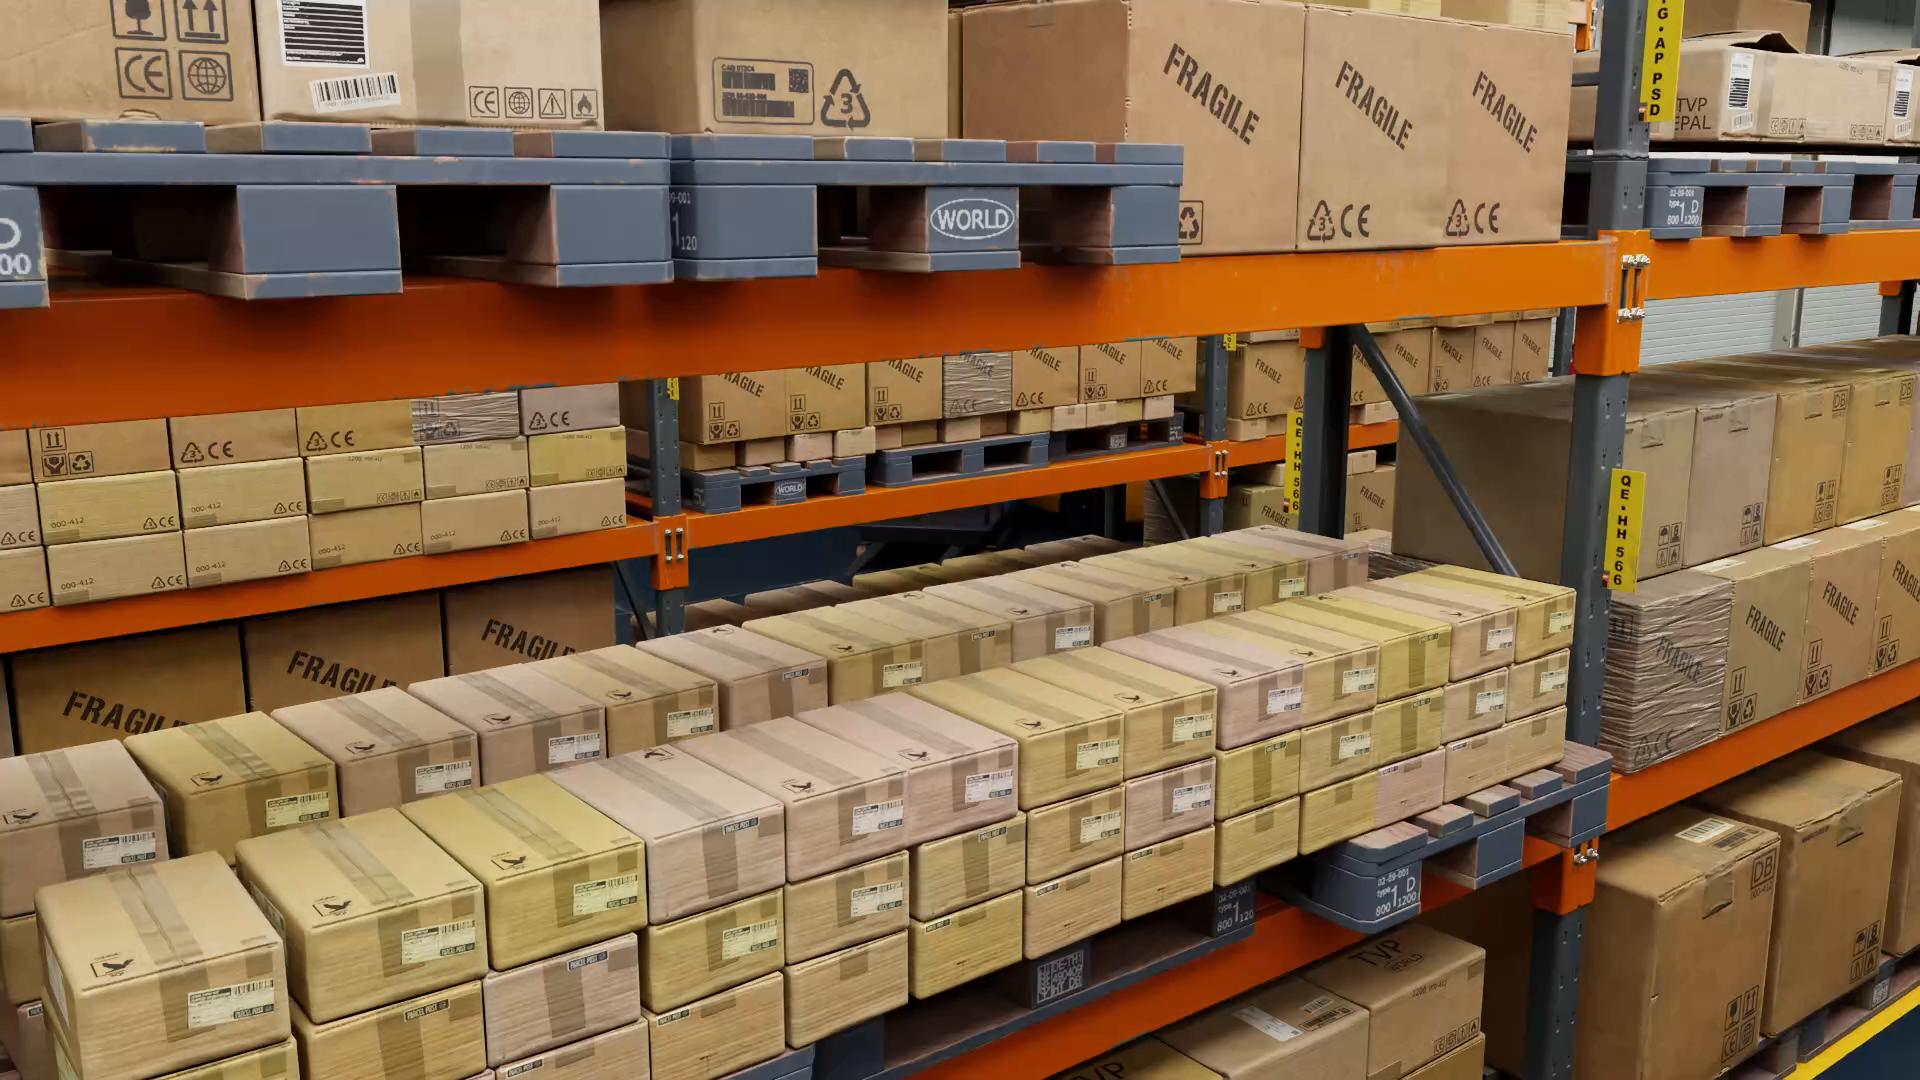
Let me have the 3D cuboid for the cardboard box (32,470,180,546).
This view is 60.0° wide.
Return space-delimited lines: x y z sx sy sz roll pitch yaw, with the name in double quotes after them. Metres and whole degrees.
-3.559 -0.170 6.864 0.500 0.250 0.500 -9 15 -37 "cardboard box"

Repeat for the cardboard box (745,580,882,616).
-0.737 0.538 9.687 0.625 0.372 0.950 -10 15 -39 "cardboard box"

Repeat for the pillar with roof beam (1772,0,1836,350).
17.026 -6.843 24.692 0.400 9.000 9.100 -9 15 -38 "pillar with roof beam"

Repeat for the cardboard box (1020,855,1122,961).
0.102 0.674 3.325 0.250 0.149 0.380 -10 16 -40 "cardboard box"

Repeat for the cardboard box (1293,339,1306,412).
2.263 -1.167 11.446 0.500 0.500 0.500 -10 15 -38 "cardboard box"

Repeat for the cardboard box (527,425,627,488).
-1.975 -0.440 8.136 0.500 0.250 0.500 -10 15 -38 "cardboard box"

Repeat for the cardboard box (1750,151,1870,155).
3.282 -1.561 6.391 0.250 0.149 0.380 -9 15 -38 "cardboard box"

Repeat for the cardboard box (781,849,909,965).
-0.299 0.595 2.984 0.250 0.149 0.380 -9 15 -35 "cardboard box"

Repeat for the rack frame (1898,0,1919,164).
4.539 -3.037 6.765 0.127 3.000 1.000 -9 15 -38 "rack frame"

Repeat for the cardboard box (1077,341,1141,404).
0.764 -1.130 10.261 0.500 0.500 0.500 -9 15 -37 "cardboard box"

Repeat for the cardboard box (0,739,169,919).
-1.516 0.479 2.814 0.250 0.149 0.380 -9 15 -35 "cardboard box"

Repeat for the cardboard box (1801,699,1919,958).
3.355 1.013 6.543 0.750 0.750 1.050 -9 15 -38 "cardboard box"

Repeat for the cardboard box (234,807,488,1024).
-0.899 0.549 2.484 0.250 0.149 0.380 -9 15 -36 "cardboard box"

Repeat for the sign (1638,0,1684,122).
1.753 -1.215 4.163 0.005 0.325 0.100 -9 15 -38 "sign"

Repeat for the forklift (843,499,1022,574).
-0.229 -1.274 13.072 1.130 2.935 3.031 2 12 10 "forklift"

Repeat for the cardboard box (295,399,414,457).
-2.783 -0.670 7.415 0.500 0.500 0.500 -9 15 -38 "cardboard box"

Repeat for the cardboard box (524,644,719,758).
-0.705 0.345 3.444 0.250 0.149 0.380 -10 16 -39 "cardboard box"

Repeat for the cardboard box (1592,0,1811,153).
2.598 -1.625 5.844 0.500 0.500 0.500 -9 15 -38 "cardboard box"

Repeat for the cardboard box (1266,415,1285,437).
1.979 -0.799 11.275 0.250 0.149 0.380 -9 15 -36 "cardboard box"

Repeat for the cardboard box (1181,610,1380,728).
0.711 0.283 3.737 0.250 0.149 0.380 -9 15 -36 "cardboard box"

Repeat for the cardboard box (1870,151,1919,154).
3.712 -1.554 6.115 0.500 0.250 0.500 -10 15 -38 "cardboard box"

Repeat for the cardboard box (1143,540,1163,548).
1.662 0.127 11.916 0.500 0.250 0.500 -9 15 -35 "cardboard box"

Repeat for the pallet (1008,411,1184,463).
0.680 -0.722 10.771 1.213 0.211 1.003 -9 15 -38 "pallet"

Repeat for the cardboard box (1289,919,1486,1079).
1.045 1.199 4.464 0.500 0.250 0.500 -10 15 -39 "cardboard box"

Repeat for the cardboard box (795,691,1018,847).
-0.104 0.418 3.100 0.250 0.149 0.380 -9 15 -36 "cardboard box"

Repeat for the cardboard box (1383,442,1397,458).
3.379 -0.685 12.373 0.250 0.149 0.380 -9 15 -35 "cardboard box"

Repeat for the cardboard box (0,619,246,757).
-3.744 0.768 7.393 0.875 0.875 0.875 -9 15 -36 "cardboard box"

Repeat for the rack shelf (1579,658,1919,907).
2.977 0.509 6.240 4.000 0.370 1.077 -9 15 -38 "rack shelf"

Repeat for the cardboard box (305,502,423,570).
-2.781 -0.060 7.551 0.500 0.250 0.500 -10 15 -38 "cardboard box"

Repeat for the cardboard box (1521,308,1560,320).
4.229 -1.993 12.927 0.500 0.500 0.700 -10 16 -39 "cardboard box"

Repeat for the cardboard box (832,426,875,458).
-0.674 -0.559 9.133 0.250 0.149 0.380 -9 15 -37 "cardboard box"

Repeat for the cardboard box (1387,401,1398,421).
2.998 -0.959 12.031 0.250 0.149 0.380 -10 15 -38 "cardboard box"

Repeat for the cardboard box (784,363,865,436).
-0.857 -0.862 9.000 0.500 0.500 0.500 -8 15 -35 "cardboard box"

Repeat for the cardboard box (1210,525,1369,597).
0.930 0.073 4.727 0.250 0.149 0.380 -9 15 -38 "cardboard box"

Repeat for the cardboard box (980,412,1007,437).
0.063 -0.715 9.869 0.250 0.149 0.380 -10 16 -40 "cardboard box"

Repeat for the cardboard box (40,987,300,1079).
-1.113 0.731 2.340 0.250 0.149 0.380 -9 15 -37 "cardboard box"

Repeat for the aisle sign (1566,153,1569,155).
4.721 -2.644 13.098 0.004 0.787 0.394 -9 15 -38 "aisle sign"

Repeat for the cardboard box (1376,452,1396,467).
3.225 -0.359 12.402 0.500 0.500 0.500 -10 15 -39 "cardboard box"

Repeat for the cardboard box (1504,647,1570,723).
1.314 0.327 4.245 0.250 0.149 0.380 -9 15 -37 "cardboard box"

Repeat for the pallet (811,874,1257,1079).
-0.104 0.774 3.723 1.213 0.211 1.003 -9 15 -38 "pallet"

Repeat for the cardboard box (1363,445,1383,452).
3.265 -0.507 13.096 0.500 0.500 0.500 -10 16 -40 "cardboard box"

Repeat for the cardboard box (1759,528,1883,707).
2.724 0.222 5.622 0.500 0.500 0.500 -9 15 -38 "cardboard box"

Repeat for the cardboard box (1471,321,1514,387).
3.846 -1.426 12.666 0.500 0.500 0.500 -9 15 -38 "cardboard box"

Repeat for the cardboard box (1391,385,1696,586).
1.772 -0.178 5.096 0.500 0.500 0.700 -10 15 -38 "cardboard box"

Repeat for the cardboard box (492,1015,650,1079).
-0.702 0.808 2.695 0.250 0.149 0.380 -9 15 -37 "cardboard box"

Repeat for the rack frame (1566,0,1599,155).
4.491 -4.345 12.928 0.127 3.000 1.000 -9 15 -38 "rack frame"

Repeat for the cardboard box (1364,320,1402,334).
2.668 -1.721 11.647 0.500 0.500 0.700 -10 15 -39 "cardboard box"

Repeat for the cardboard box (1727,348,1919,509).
3.360 -0.442 6.341 0.500 0.500 0.700 -9 15 -37 "cardboard box"

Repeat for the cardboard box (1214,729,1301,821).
0.512 0.461 3.615 0.250 0.149 0.380 -10 15 -38 "cardboard box"

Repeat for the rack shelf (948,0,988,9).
-0.194 -3.019 9.378 4.000 0.370 1.077 -9 15 -38 "rack shelf"

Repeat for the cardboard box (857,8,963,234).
0.030 -0.937 3.855 0.500 0.500 0.500 -9 15 -38 "cardboard box"

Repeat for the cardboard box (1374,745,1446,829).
0.922 0.538 3.966 0.250 0.149 0.380 -9 15 -37 "cardboard box"

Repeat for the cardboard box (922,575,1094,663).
0.114 0.208 4.089 0.250 0.149 0.380 -9 15 -35 "cardboard box"

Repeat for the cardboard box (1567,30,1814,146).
2.118 -1.319 4.862 0.500 0.311 0.500 -9 15 -38 "cardboard box"

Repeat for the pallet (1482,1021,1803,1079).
2.078 1.691 5.657 1.213 0.211 1.003 -9 15 -38 "pallet"

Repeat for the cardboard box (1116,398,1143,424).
0.922 -0.831 10.417 0.250 0.149 0.380 -10 16 -39 "cardboard box"

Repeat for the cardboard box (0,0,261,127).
-1.343 -0.817 2.281 0.500 0.500 0.700 -9 15 -38 "cardboard box"
